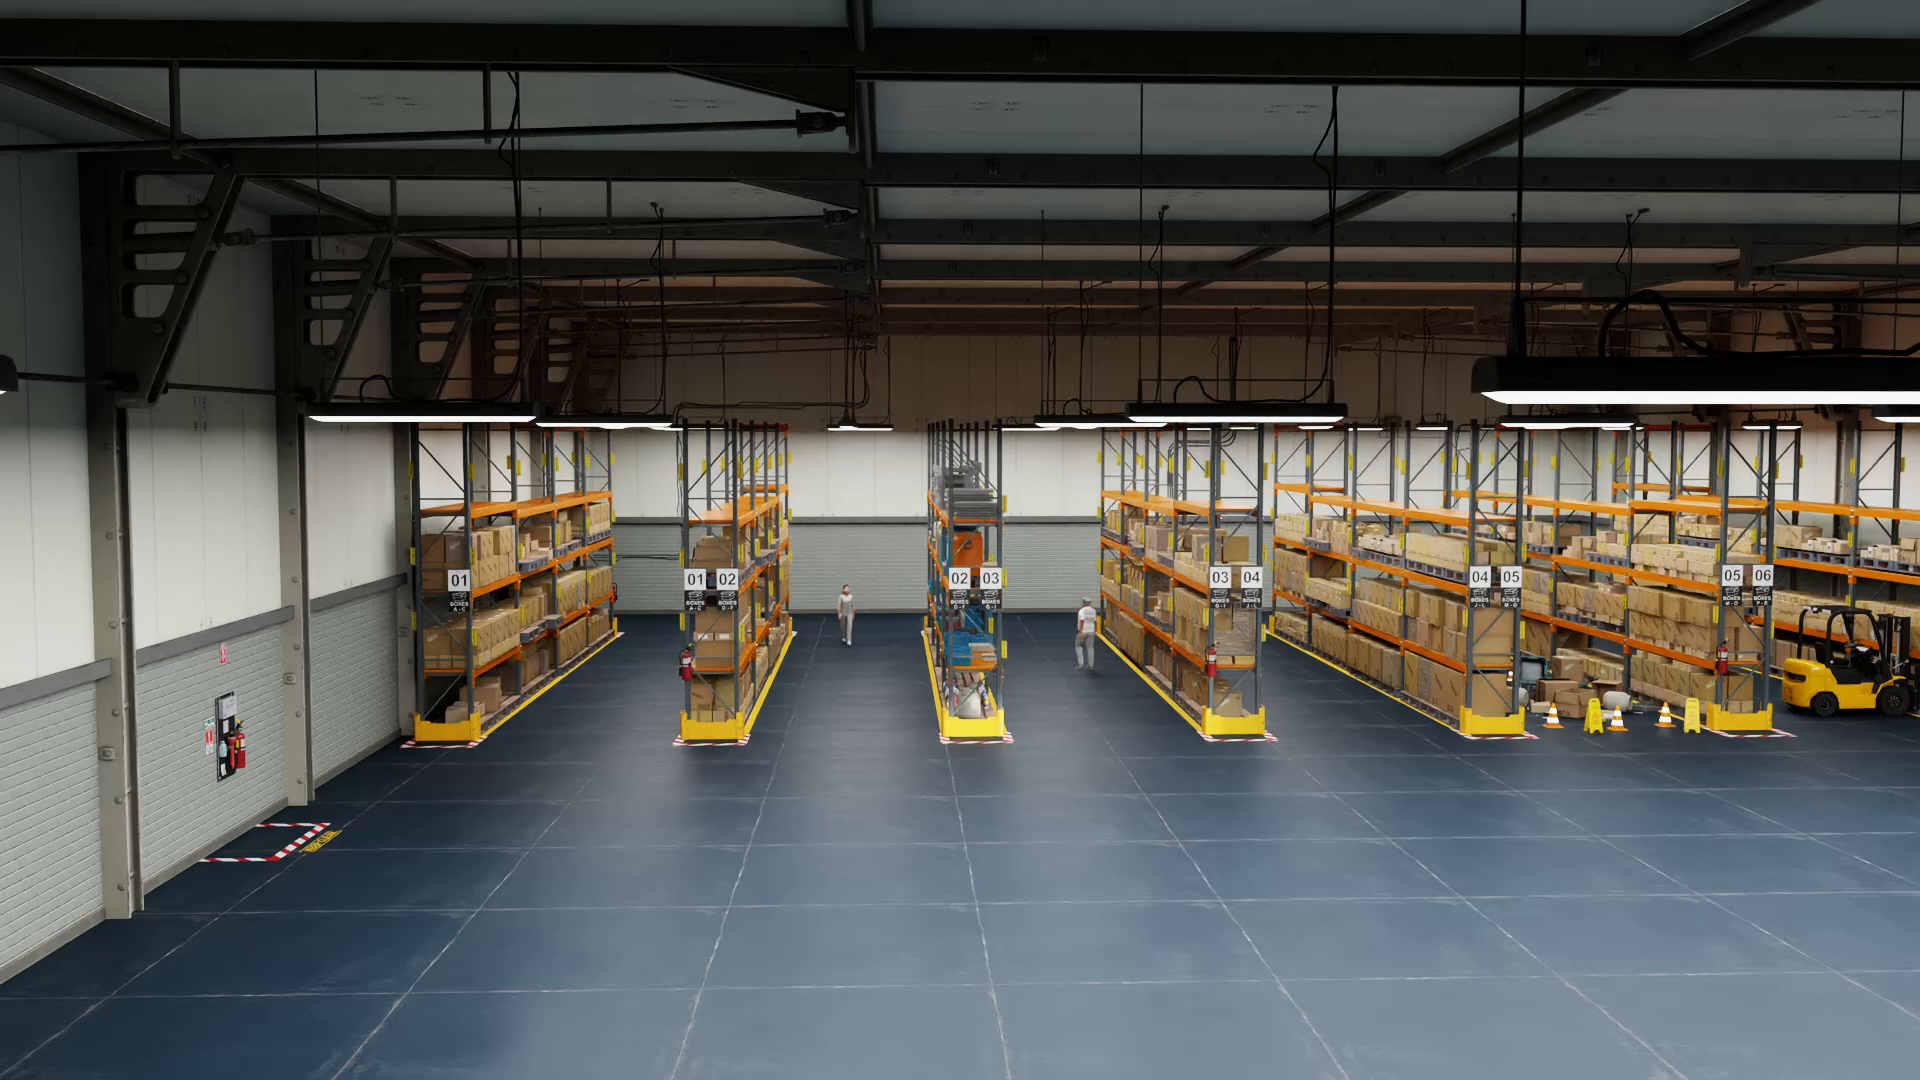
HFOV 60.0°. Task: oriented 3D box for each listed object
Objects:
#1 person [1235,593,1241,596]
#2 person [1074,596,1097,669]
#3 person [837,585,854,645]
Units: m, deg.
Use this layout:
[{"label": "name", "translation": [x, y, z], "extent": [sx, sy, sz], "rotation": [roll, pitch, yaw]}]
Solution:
[{"label": "person", "translation": [8.452, 1.590, 50.694], "extent": [0.670, 1.763, 0.623], "rotation": [1, 4, 9]}, {"label": "person", "translation": [3.095, 2.283, 40.324], "extent": [0.553, 1.822, 0.543], "rotation": [-1, 4, -20]}, {"label": "person", "translation": [-3.098, 2.020, 45.079], "extent": [0.456, 1.611, 1.082], "rotation": [0, 4, -5]}]
